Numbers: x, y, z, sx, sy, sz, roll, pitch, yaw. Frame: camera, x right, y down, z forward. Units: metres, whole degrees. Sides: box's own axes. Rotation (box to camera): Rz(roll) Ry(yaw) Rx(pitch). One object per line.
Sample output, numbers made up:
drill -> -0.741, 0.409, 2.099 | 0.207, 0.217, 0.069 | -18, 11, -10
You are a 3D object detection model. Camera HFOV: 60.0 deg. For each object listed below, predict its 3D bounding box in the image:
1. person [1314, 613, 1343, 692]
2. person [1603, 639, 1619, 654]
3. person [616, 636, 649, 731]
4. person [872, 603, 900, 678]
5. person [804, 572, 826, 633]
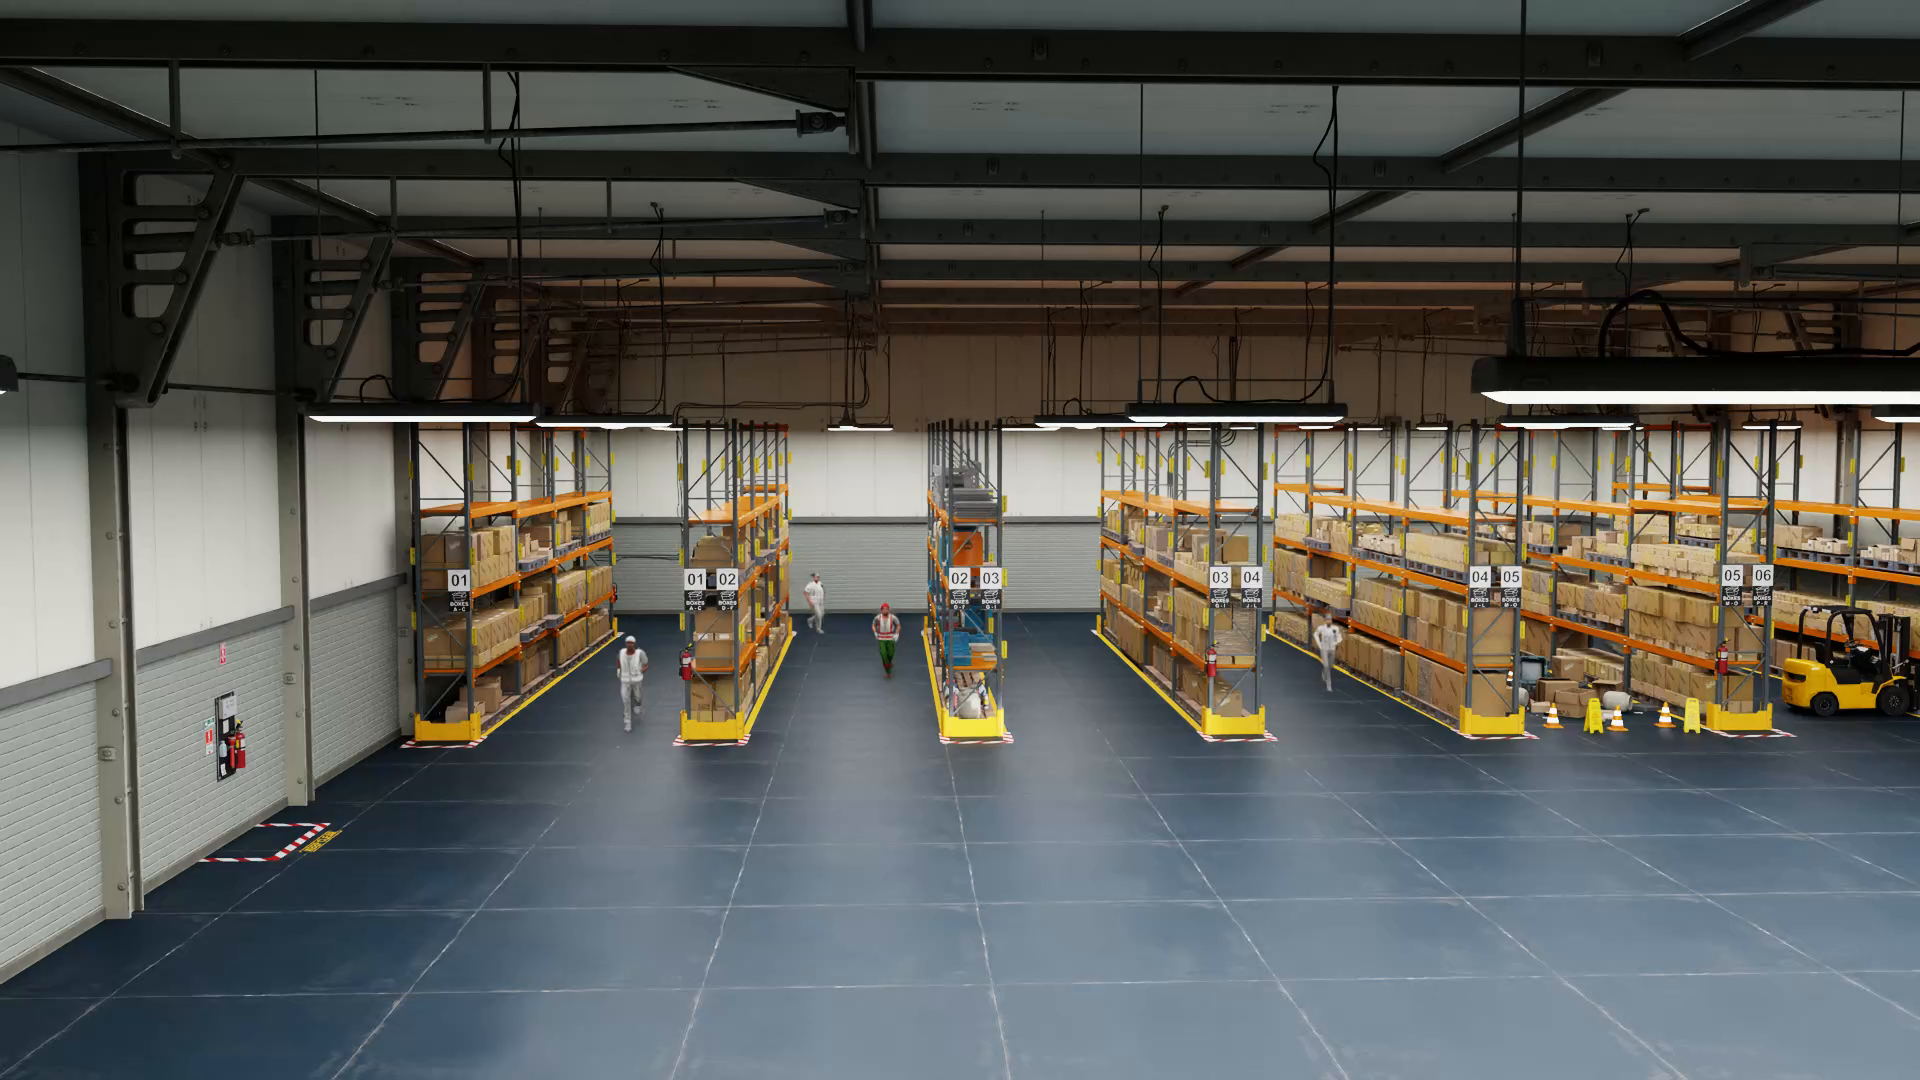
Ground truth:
person -> 8.296, 2.499, 37.407 | 0.581, 1.700, 1.092 | 0, 4, -4
person -> 16.420, 2.191, 41.728 | 0.705, 1.724, 0.713 | 0, 4, -7
person -> -6.399, 2.767, 32.513 | 0.649, 1.791, 1.156 | 0, 4, -7
person -> -1.747, 2.350, 39.204 | 0.678, 1.740, 0.593 | 0, 4, 1
person -> -4.147, 1.796, 47.868 | 0.666, 1.757, 0.702 | 3, 5, 36
